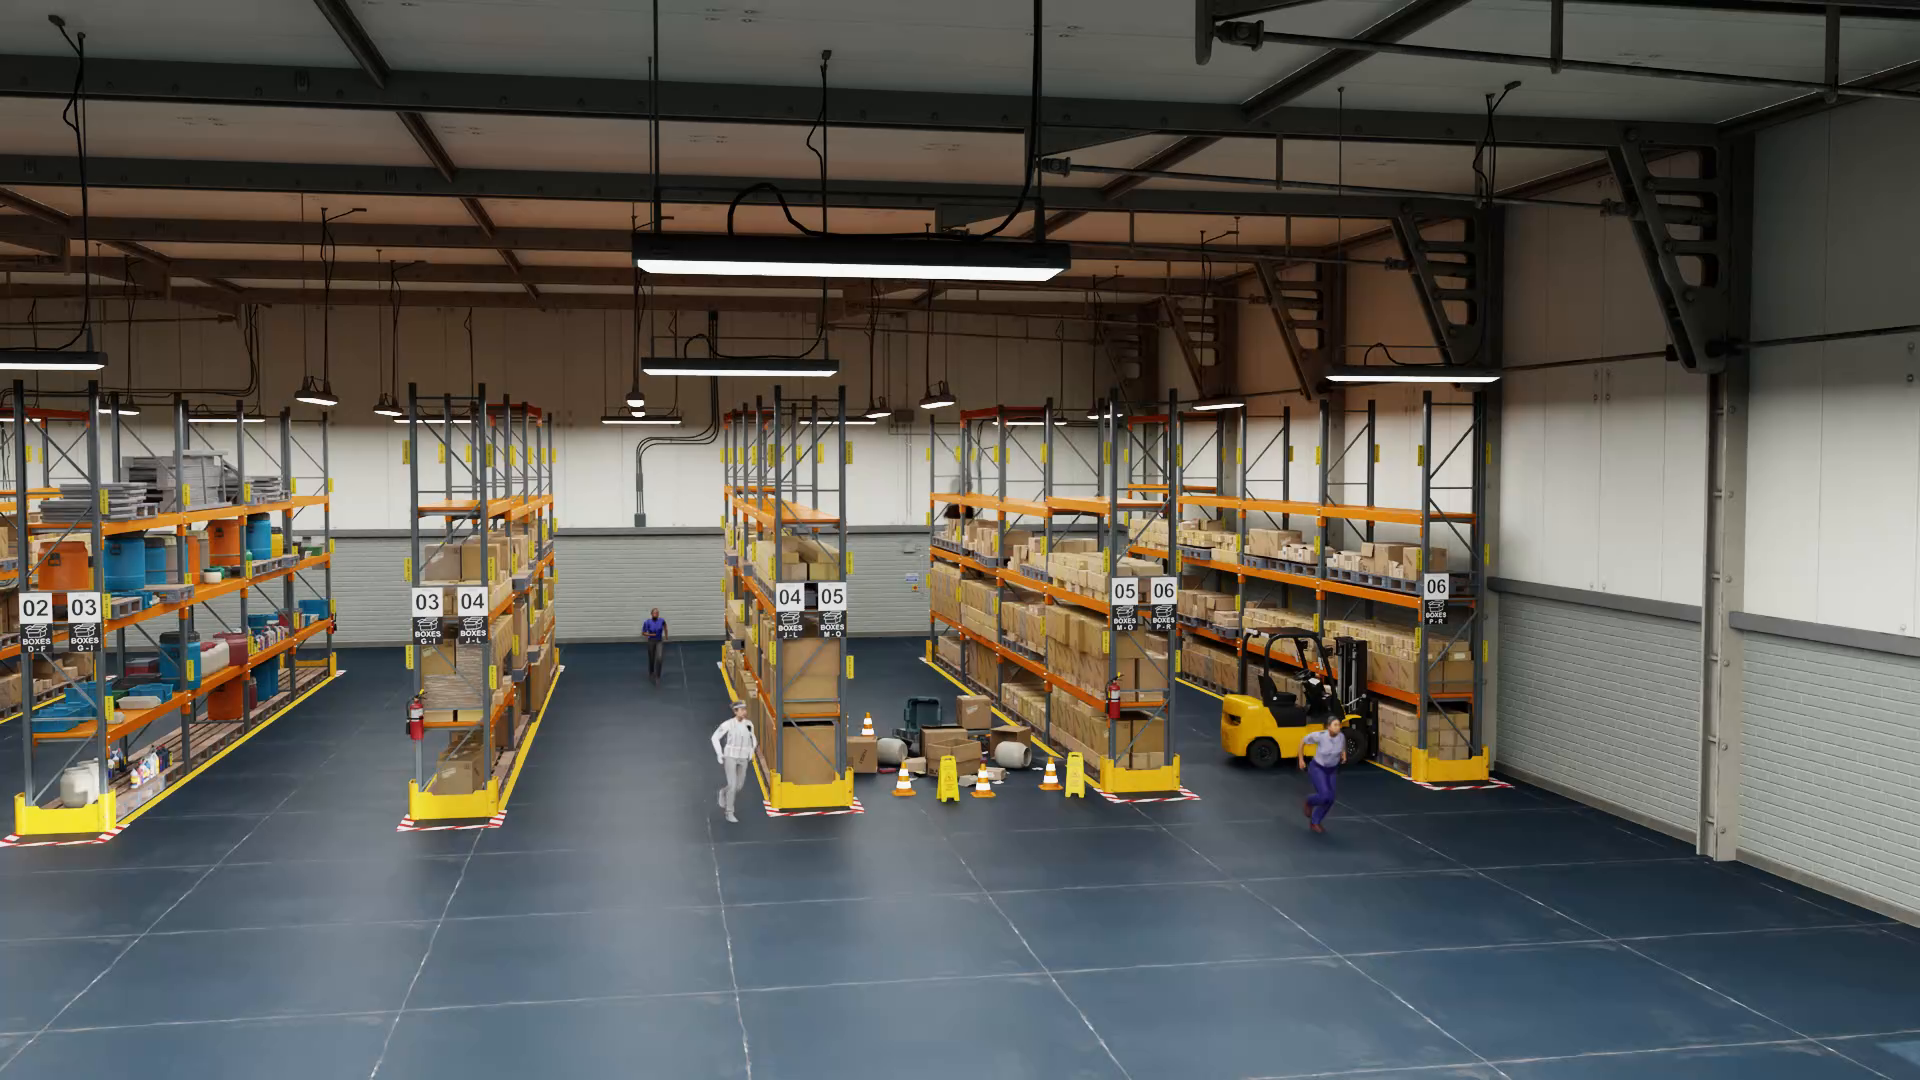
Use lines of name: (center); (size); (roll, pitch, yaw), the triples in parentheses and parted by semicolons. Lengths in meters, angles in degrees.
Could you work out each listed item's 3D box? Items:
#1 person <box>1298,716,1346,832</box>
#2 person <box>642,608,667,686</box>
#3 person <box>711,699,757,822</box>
person: (4.871, 3.120, 22.085); (0.593, 1.557, 0.632); (-2, 3, -28)
person: (-6.718, 2.333, 36.583); (0.599, 1.693, 0.918); (-1, 3, -21)
person: (-3.122, 3.038, 23.045); (0.659, 1.680, 0.681); (-2, 3, -32)
